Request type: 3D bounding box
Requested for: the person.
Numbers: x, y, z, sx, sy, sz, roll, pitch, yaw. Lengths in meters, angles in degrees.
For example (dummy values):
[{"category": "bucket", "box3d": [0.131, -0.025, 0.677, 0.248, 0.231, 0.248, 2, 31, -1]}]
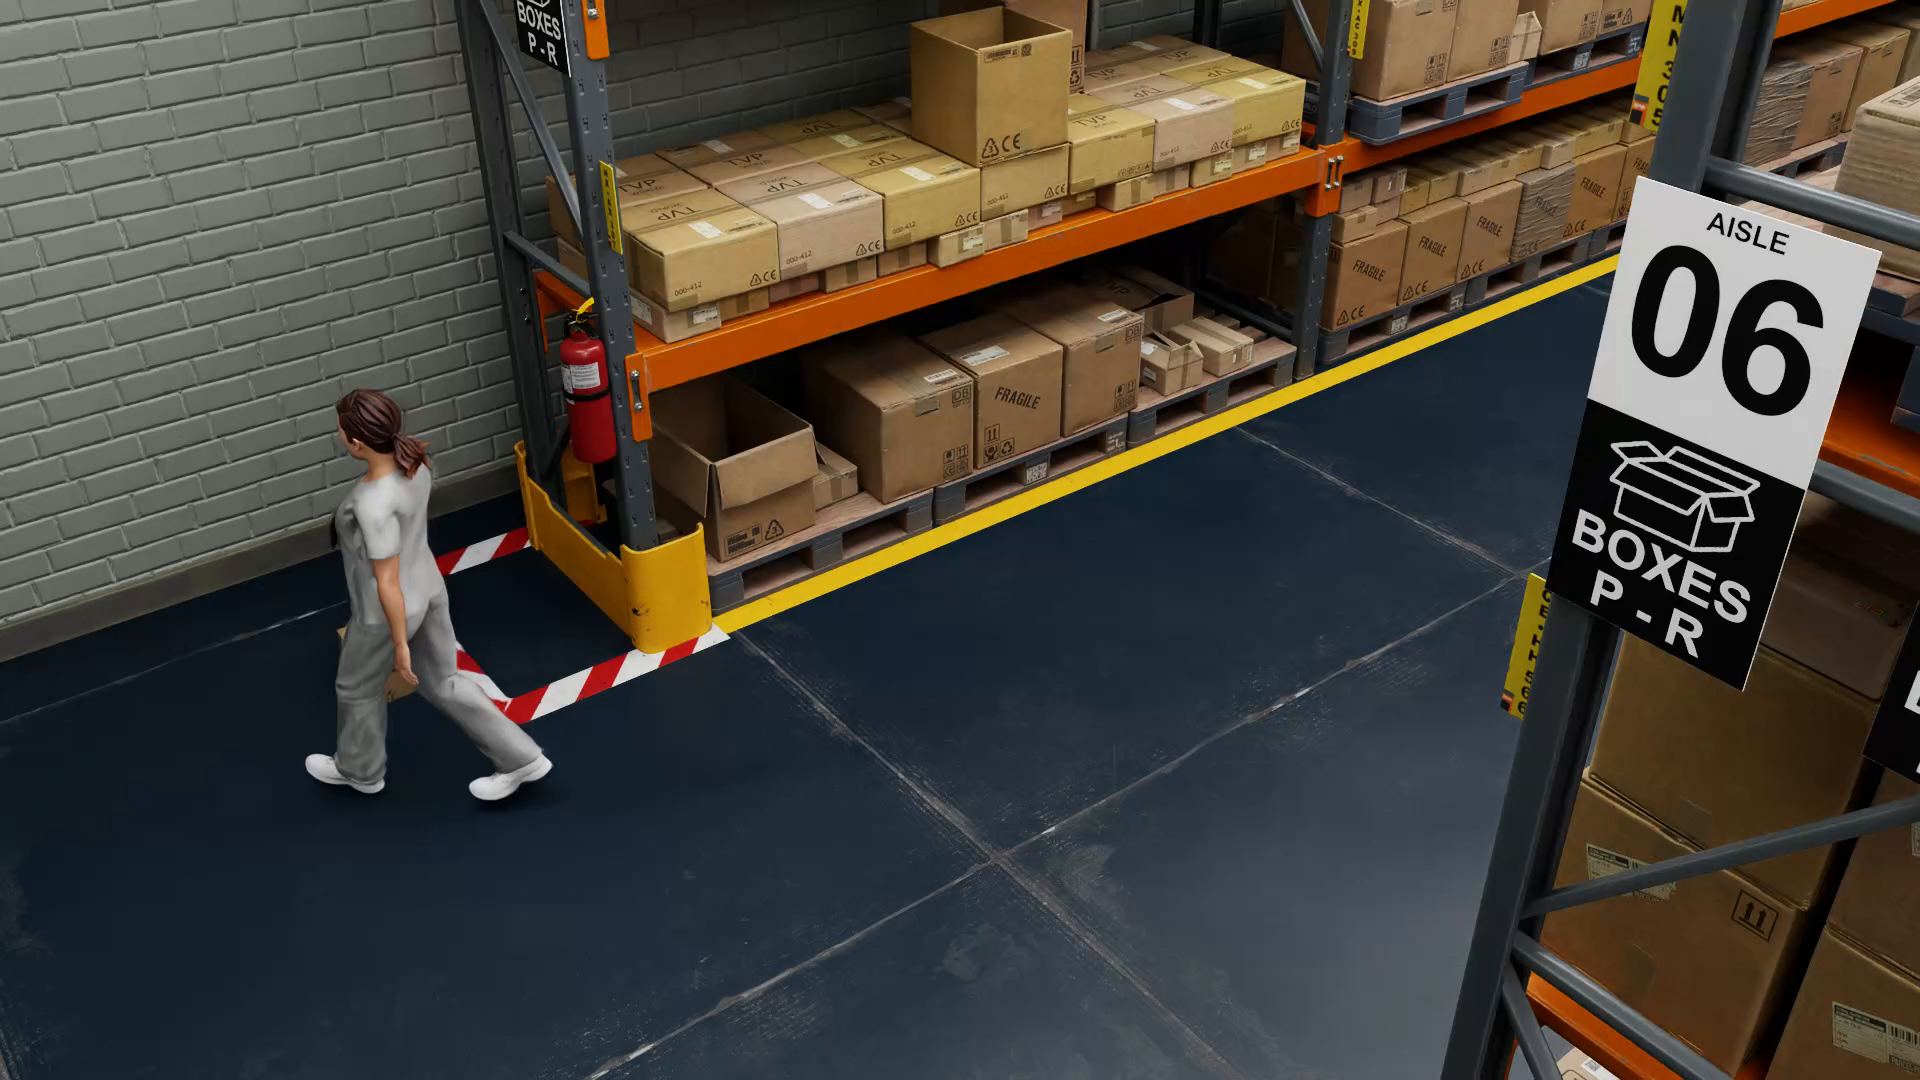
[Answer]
[{"category": "person", "box3d": [-1.970, 0.227, 5.795, 0.940, 1.634, 0.506, 8, 33, 12]}]
